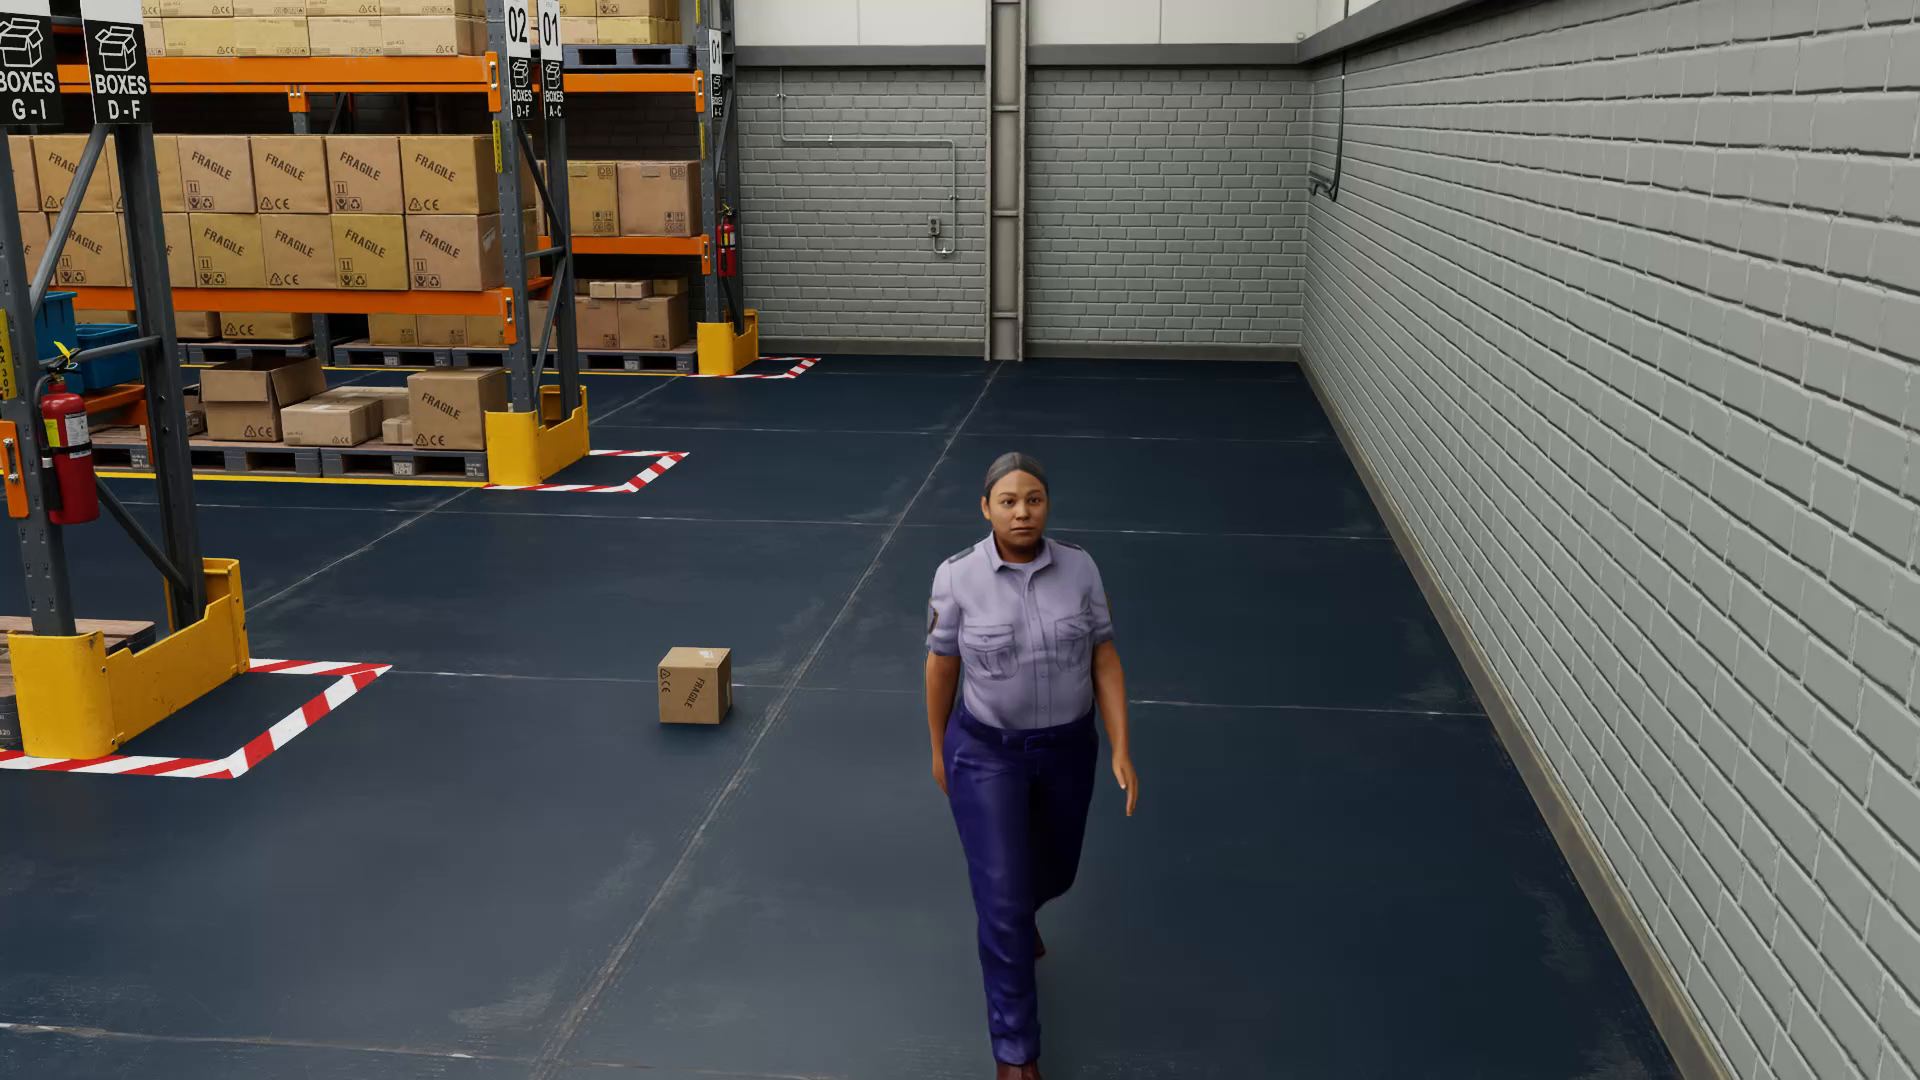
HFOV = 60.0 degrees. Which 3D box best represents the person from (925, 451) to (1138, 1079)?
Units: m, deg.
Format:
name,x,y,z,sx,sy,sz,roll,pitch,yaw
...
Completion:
name,x,y,z,sx,sy,sz,roll,pitch,yaw
person,0.172,0.555,4.355,0.484,1.597,0.992,-4,15,-16
